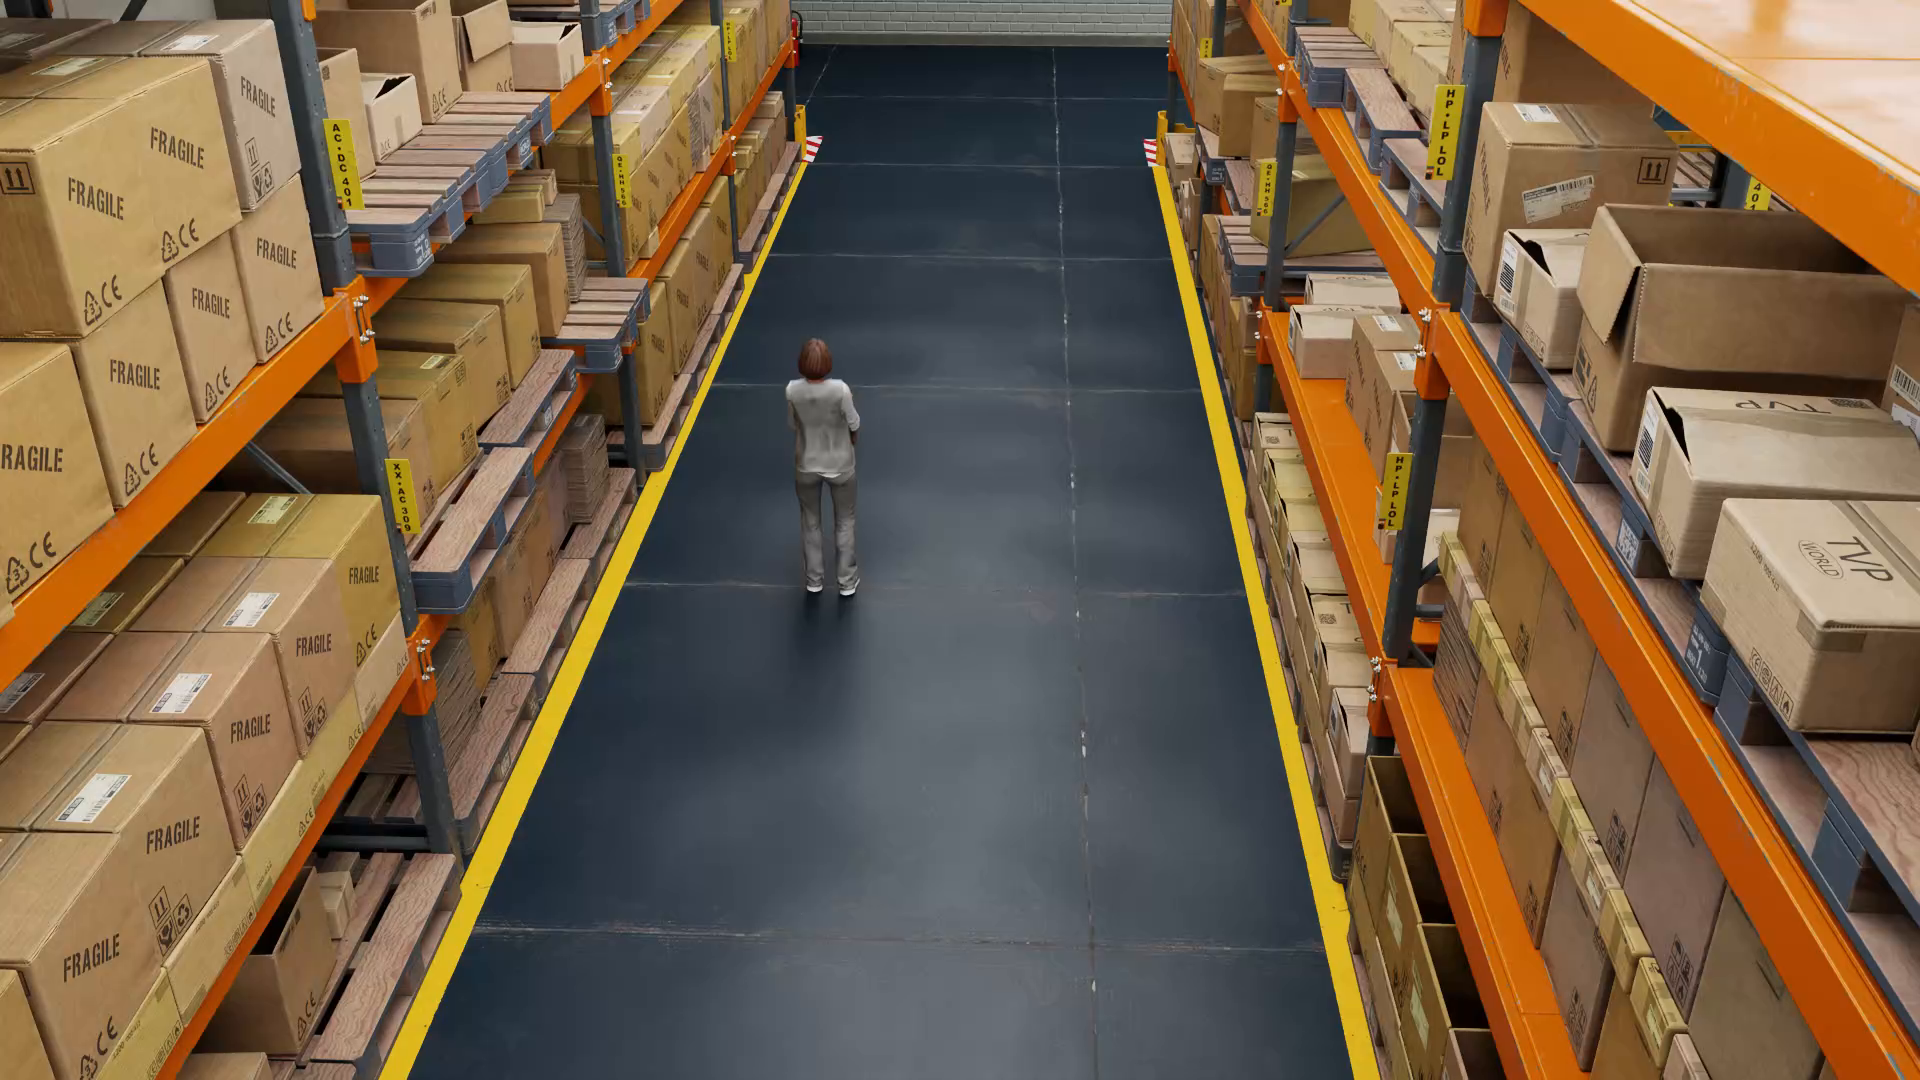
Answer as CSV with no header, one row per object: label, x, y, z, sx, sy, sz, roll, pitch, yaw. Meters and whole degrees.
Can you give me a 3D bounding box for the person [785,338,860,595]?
person,-0.765,-0.450,9.473,0.405,1.589,0.498,1,28,2
